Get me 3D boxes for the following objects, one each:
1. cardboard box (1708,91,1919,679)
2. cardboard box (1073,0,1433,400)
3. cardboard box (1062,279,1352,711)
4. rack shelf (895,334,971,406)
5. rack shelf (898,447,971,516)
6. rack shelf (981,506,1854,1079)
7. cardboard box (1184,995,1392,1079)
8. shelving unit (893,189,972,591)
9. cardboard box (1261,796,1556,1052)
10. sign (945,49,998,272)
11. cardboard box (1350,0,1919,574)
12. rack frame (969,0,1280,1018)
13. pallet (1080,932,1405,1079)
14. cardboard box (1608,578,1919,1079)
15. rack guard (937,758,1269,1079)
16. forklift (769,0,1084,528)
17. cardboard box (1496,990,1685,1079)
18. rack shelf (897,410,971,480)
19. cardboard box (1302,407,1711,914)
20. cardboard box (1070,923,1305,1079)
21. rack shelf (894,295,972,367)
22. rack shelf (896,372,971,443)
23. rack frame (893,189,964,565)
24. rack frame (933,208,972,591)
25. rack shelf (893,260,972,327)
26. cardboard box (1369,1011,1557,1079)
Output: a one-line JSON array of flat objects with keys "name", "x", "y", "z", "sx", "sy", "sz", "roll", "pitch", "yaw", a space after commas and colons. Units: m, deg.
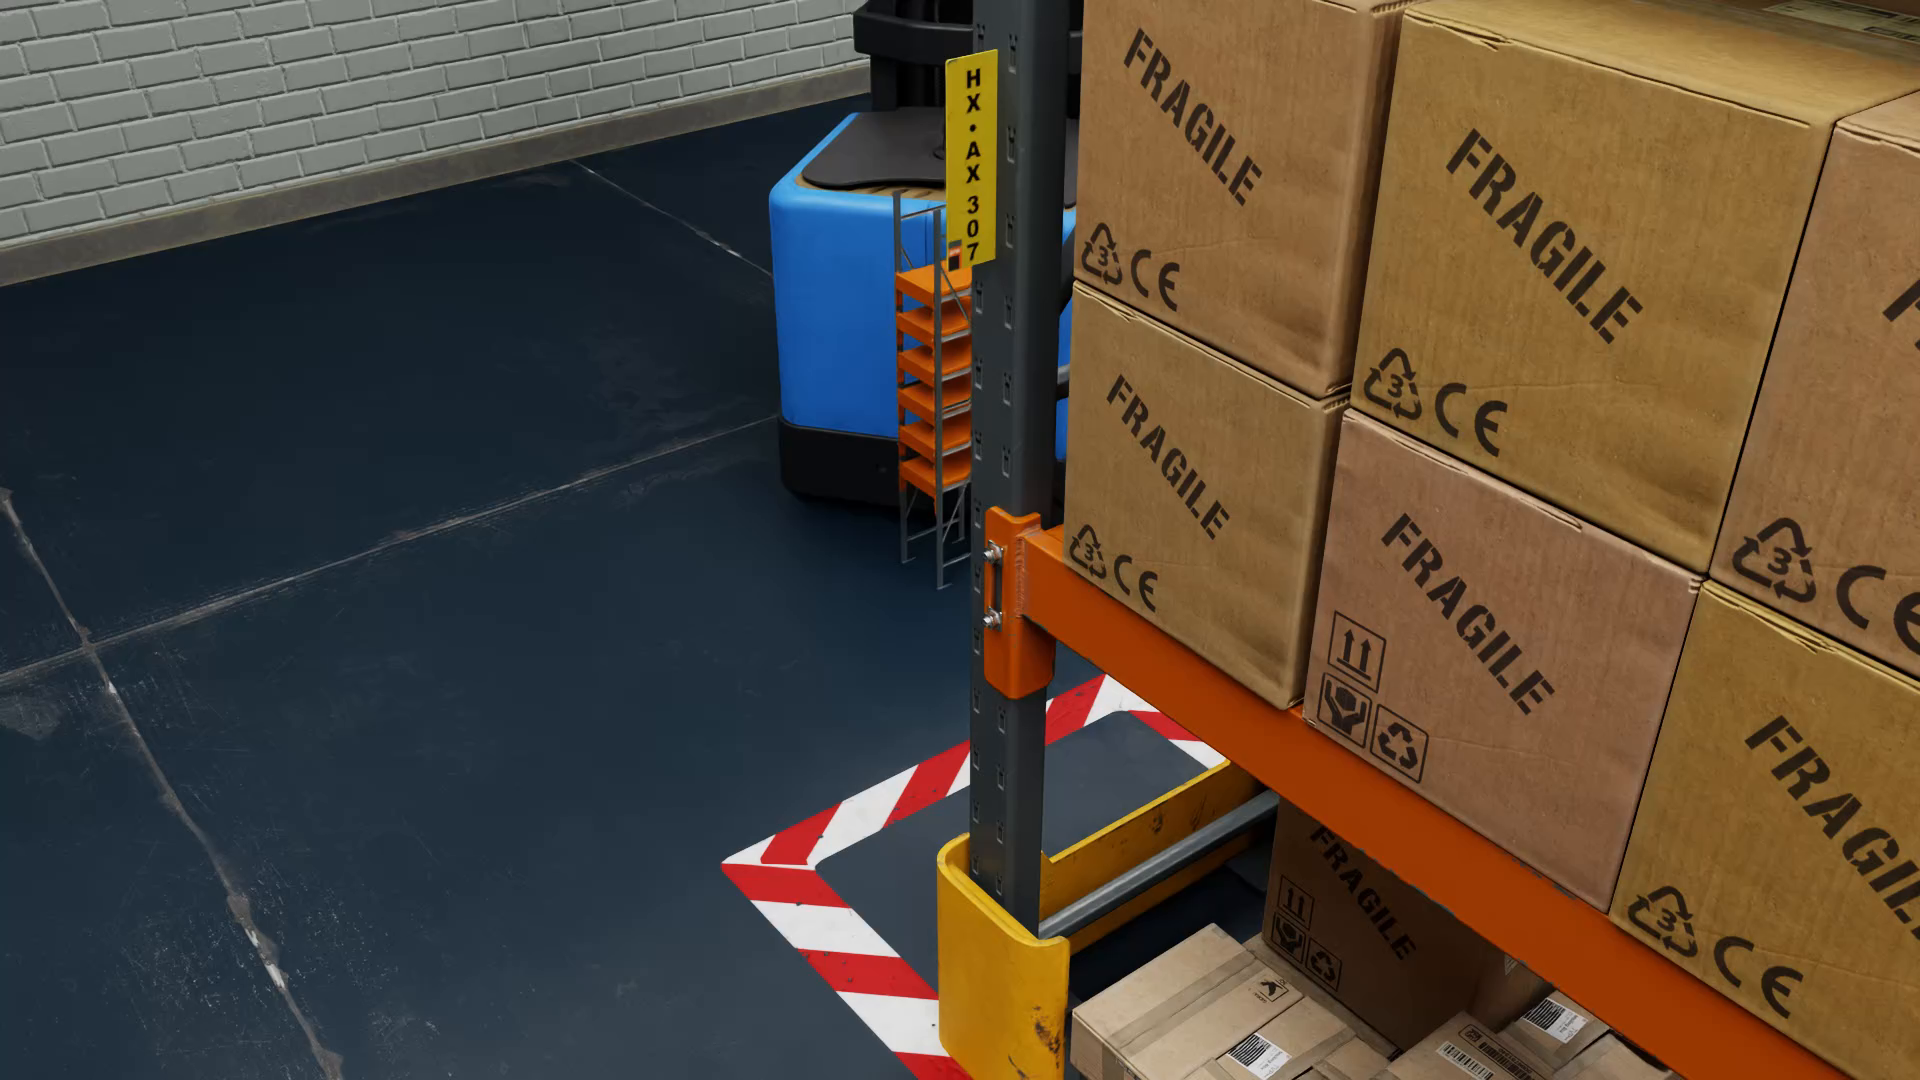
[{"name": "cardboard box", "x": 1.142, "y": -0.145, "z": 1.598, "sx": 0.500, "sy": 0.500, "sz": 0.500, "roll": -22, "pitch": 38, "yaw": -31}, {"name": "cardboard box", "x": 0.512, "y": -0.571, "z": 2.283, "sx": 0.500, "sy": 0.500, "sz": 0.500, "roll": -21, "pitch": 38, "yaw": -30}, {"name": "cardboard box", "x": 0.512, "y": -0.146, "z": 2.547, "sx": 0.500, "sy": 0.500, "sz": 0.500, "roll": -21, "pitch": 38, "yaw": -30}, {"name": "rack shelf", "x": -0.029, "y": -0.498, "z": 4.771, "sx": 0.258, "sy": 0.103, "sz": 0.180, "roll": -22, "pitch": 38, "yaw": -31}, {"name": "rack shelf", "x": -0.029, "y": -0.192, "z": 4.961, "sx": 0.258, "sy": 0.103, "sz": 0.180, "roll": -22, "pitch": 38, "yaw": -31}, {"name": "rack shelf", "x": 1.675, "y": 0.765, "z": 1.856, "sx": 1.077, "sy": 0.370, "sz": 4.000, "roll": -22, "pitch": 38, "yaw": -31}, {"name": "cardboard box", "x": 0.587, "y": 1.033, "z": 3.012, "sx": 0.380, "sy": 0.166, "sz": 0.250, "roll": -22, "pitch": 38, "yaw": -31}, {"name": "shelving unit", "x": -0.029, "y": -0.434, "z": 4.811, "sx": 0.258, "sy": 1.200, "sz": 0.189, "roll": -22, "pitch": 38, "yaw": -31}, {"name": "cardboard box", "x": 0.977, "y": 0.648, "z": 3.316, "sx": 0.500, "sy": 0.500, "sz": 0.500, "roll": -22, "pitch": 38, "yaw": -31}, {"name": "sign", "x": 0.020, "y": -0.566, "z": 2.497, "sx": 0.100, "sy": 0.325, "sz": 0.005, "roll": -22, "pitch": 38, "yaw": -31}, {"name": "cardboard box", "x": 0.839, "y": -0.355, "z": 1.937, "sx": 0.500, "sy": 0.500, "sz": 0.500, "roll": -22, "pitch": 38, "yaw": -31}, {"name": "rack frame", "x": 0.449, "y": -0.374, "z": 3.009, "sx": 1.000, "sy": 3.000, "sz": 0.127, "roll": -22, "pitch": 38, "yaw": -31}, {"name": "pallet", "x": 0.985, "y": 1.175, "z": 3.159, "sx": 1.003, "sy": 0.211, "sz": 1.213, "roll": -22, "pitch": 38, "yaw": -31}, {"name": "cardboard box", "x": 1.138, "y": 0.278, "z": 1.865, "sx": 0.500, "sy": 0.500, "sz": 0.500, "roll": -22, "pitch": 38, "yaw": -32}, {"name": "rack guard", "x": 0.495, "y": 0.720, "z": 3.617, "sx": 1.175, "sy": 0.500, "sz": 0.348, "roll": -22, "pitch": 38, "yaw": -31}, {"name": "forklift", "x": 0.293, "y": -2.047, "z": 5.768, "sx": 1.130, "sy": 2.935, "sz": 3.031, "roll": 8, "pitch": 33, "yaw": 13}, {"name": "cardboard box", "x": 1.154, "y": 0.988, "z": 3.085, "sx": 0.380, "sy": 0.166, "sz": 0.250, "roll": -22, "pitch": 38, "yaw": -31}, {"name": "rack shelf", "x": -0.029, "y": -0.294, "z": 4.898, "sx": 0.258, "sy": 0.103, "sz": 0.180, "roll": -22, "pitch": 38, "yaw": -31}, {"name": "cardboard box", "x": 0.833, "y": 0.067, "z": 2.204, "sx": 0.500, "sy": 0.500, "sz": 0.500, "roll": -23, "pitch": 38, "yaw": -32}, {"name": "cardboard box", "x": 0.434, "y": 0.936, "z": 3.185, "sx": 0.380, "sy": 0.149, "sz": 0.250, "roll": -22, "pitch": 38, "yaw": -31}, {"name": "rack shelf", "x": -0.029, "y": -0.600, "z": 4.708, "sx": 0.258, "sy": 0.103, "sz": 0.180, "roll": -22, "pitch": 38, "yaw": -31}, {"name": "rack shelf", "x": -0.029, "y": -0.396, "z": 4.835, "sx": 0.258, "sy": 0.103, "sz": 0.180, "roll": -22, "pitch": 38, "yaw": -31}, {"name": "rack frame", "x": -0.084, "y": -0.472, "z": 4.873, "sx": 0.240, "sy": 1.200, "sz": 0.006, "roll": -22, "pitch": 38, "yaw": -31}, {"name": "rack frame", "x": 0.027, "y": -0.395, "z": 4.749, "sx": 0.240, "sy": 1.200, "sz": 0.006, "roll": -22, "pitch": 38, "yaw": -31}, {"name": "rack shelf", "x": -0.029, "y": -0.702, "z": 4.645, "sx": 0.258, "sy": 0.103, "sz": 0.180, "roll": -22, "pitch": 38, "yaw": -31}, {"name": "cardboard box", "x": 0.865, "y": 1.134, "z": 2.770, "sx": 0.500, "sy": 0.250, "sz": 0.500, "roll": -22, "pitch": 38, "yaw": -31}]
